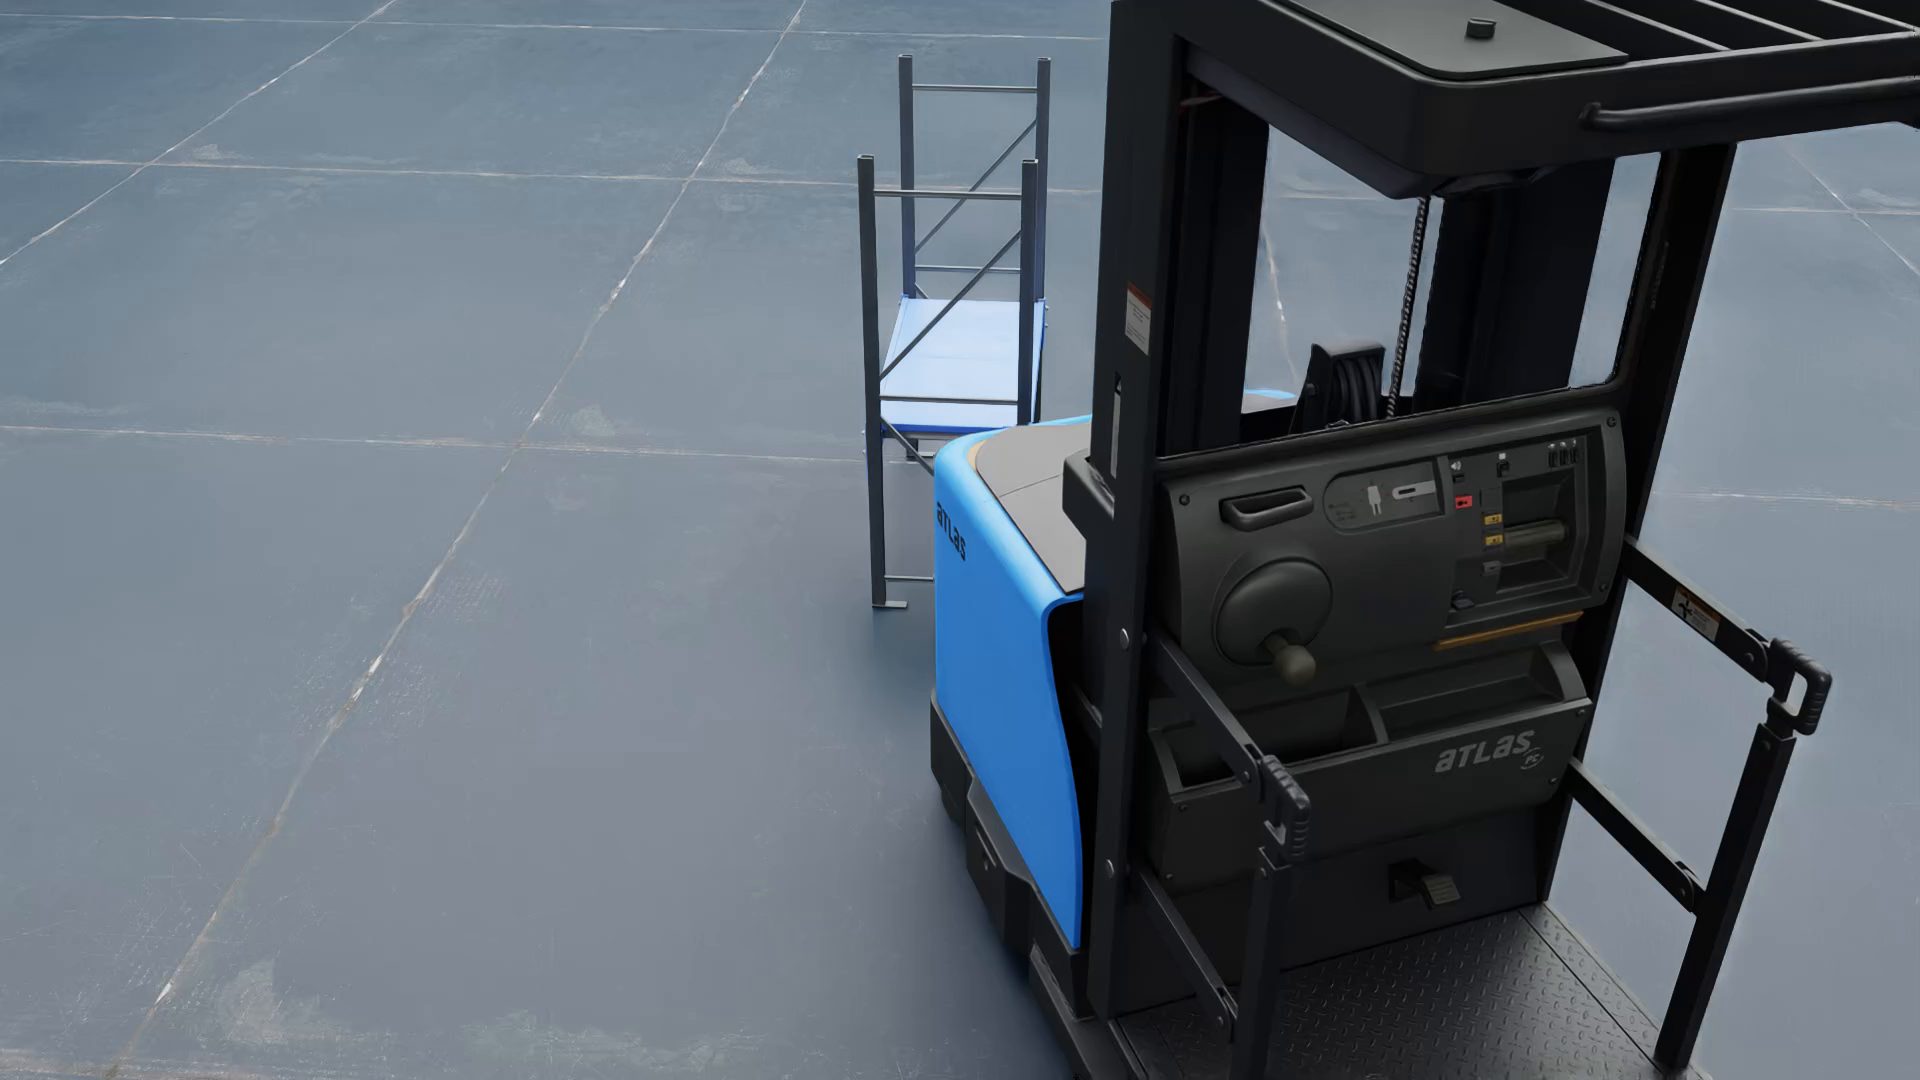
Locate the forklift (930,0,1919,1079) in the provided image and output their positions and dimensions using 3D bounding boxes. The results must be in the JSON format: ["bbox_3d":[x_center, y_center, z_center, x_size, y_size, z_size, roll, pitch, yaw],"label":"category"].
[{"bbox_3d":[0.882,0.062,2.856,1.130,2.935,3.031,-10,33,-16],"label":"forklift"}]

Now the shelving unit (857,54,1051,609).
[{"bbox_3d":[0.007,-0.683,5.429,0.538,1.500,1.048,2,32,4],"label":"shelving unit"}]

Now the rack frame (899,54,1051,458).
[{"bbox_3d":[0.048,-0.949,5.860,0.500,1.500,0.032,2,32,4],"label":"rack frame"}]

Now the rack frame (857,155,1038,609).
[{"bbox_3d":[-0.034,-0.417,4.998,0.500,1.500,0.032,2,32,4],"label":"rack frame"}]

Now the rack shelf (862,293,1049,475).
[{"bbox_3d":[0.007,-0.530,5.523,0.538,0.185,1.000,2,32,4],"label":"rack shelf"}]
